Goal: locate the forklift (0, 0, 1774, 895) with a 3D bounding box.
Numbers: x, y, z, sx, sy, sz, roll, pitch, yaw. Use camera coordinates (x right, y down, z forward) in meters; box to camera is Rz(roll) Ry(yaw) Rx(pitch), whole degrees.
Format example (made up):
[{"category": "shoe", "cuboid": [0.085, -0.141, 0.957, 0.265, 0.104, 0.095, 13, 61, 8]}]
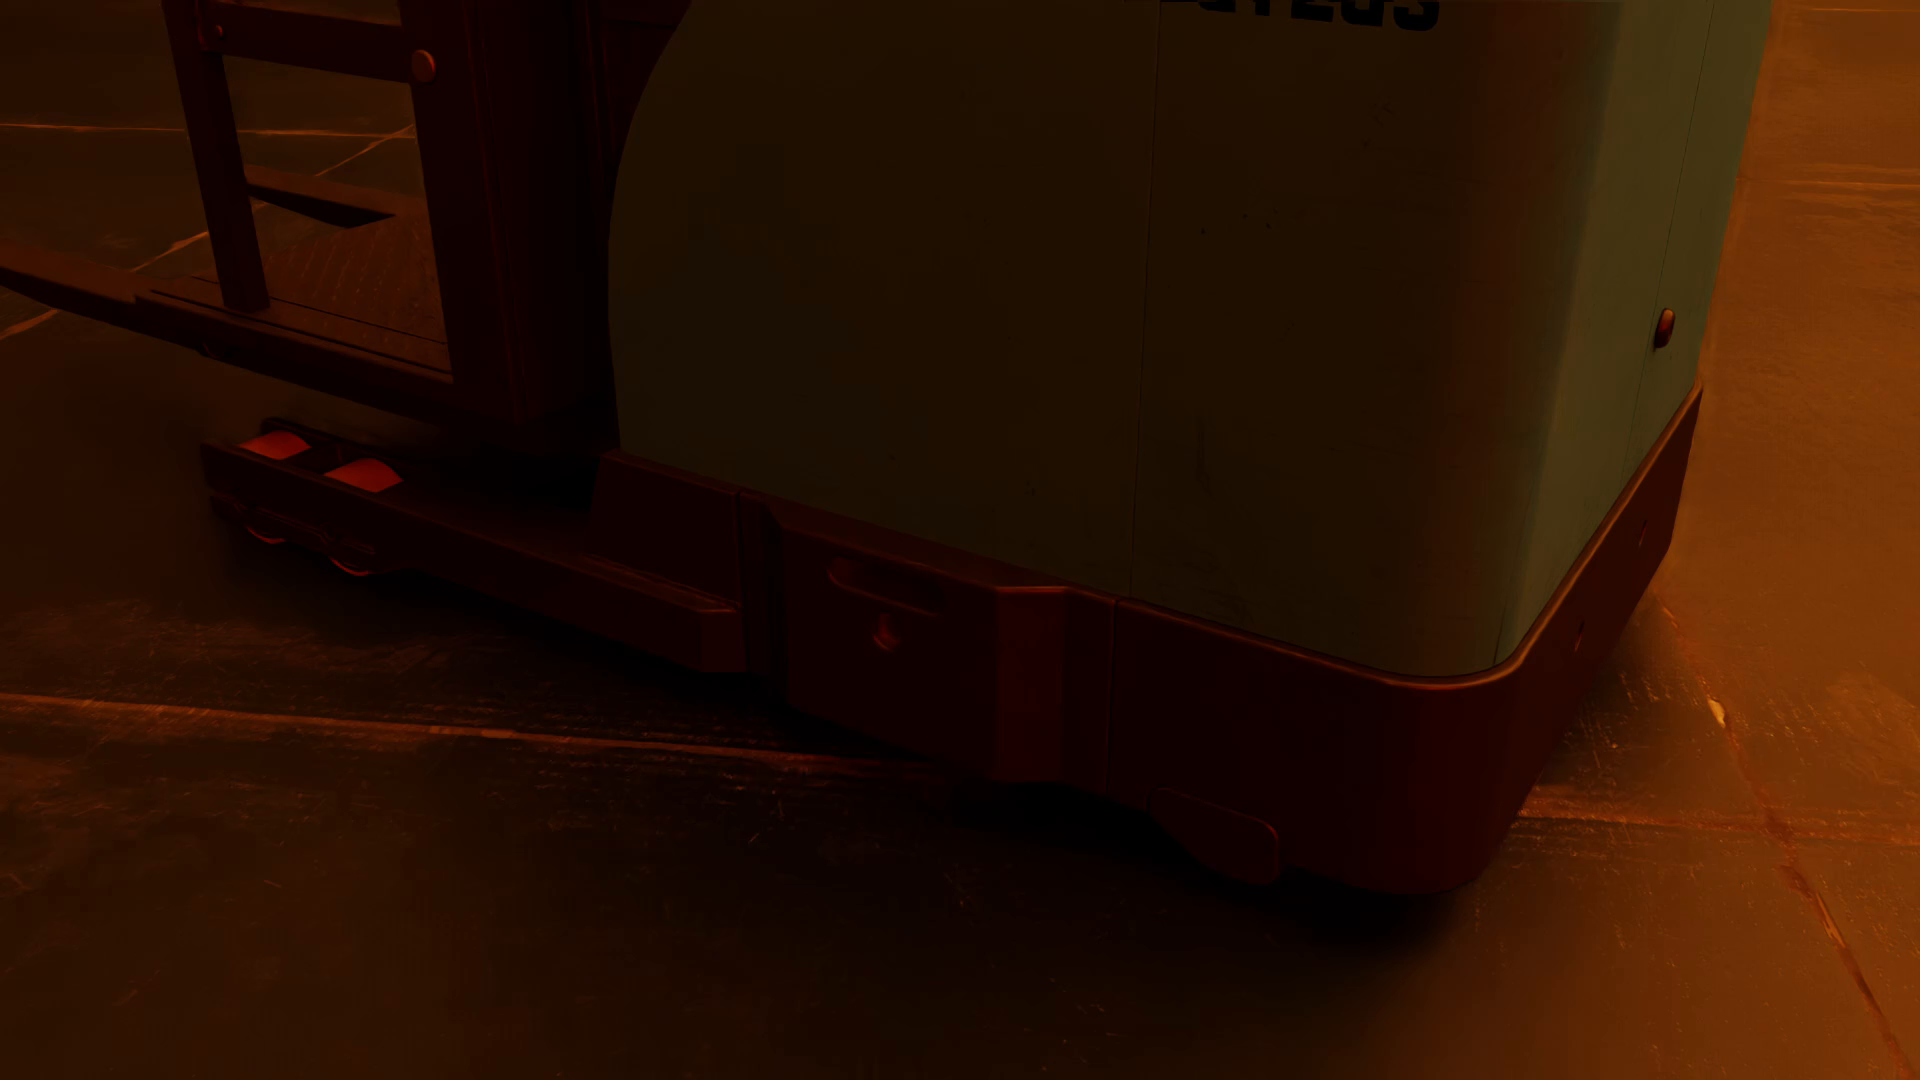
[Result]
[{"category": "forklift", "cuboid": [-0.518, -1.440, 2.104, 3.031, 2.935, 1.130, 16, 31, 29]}]
